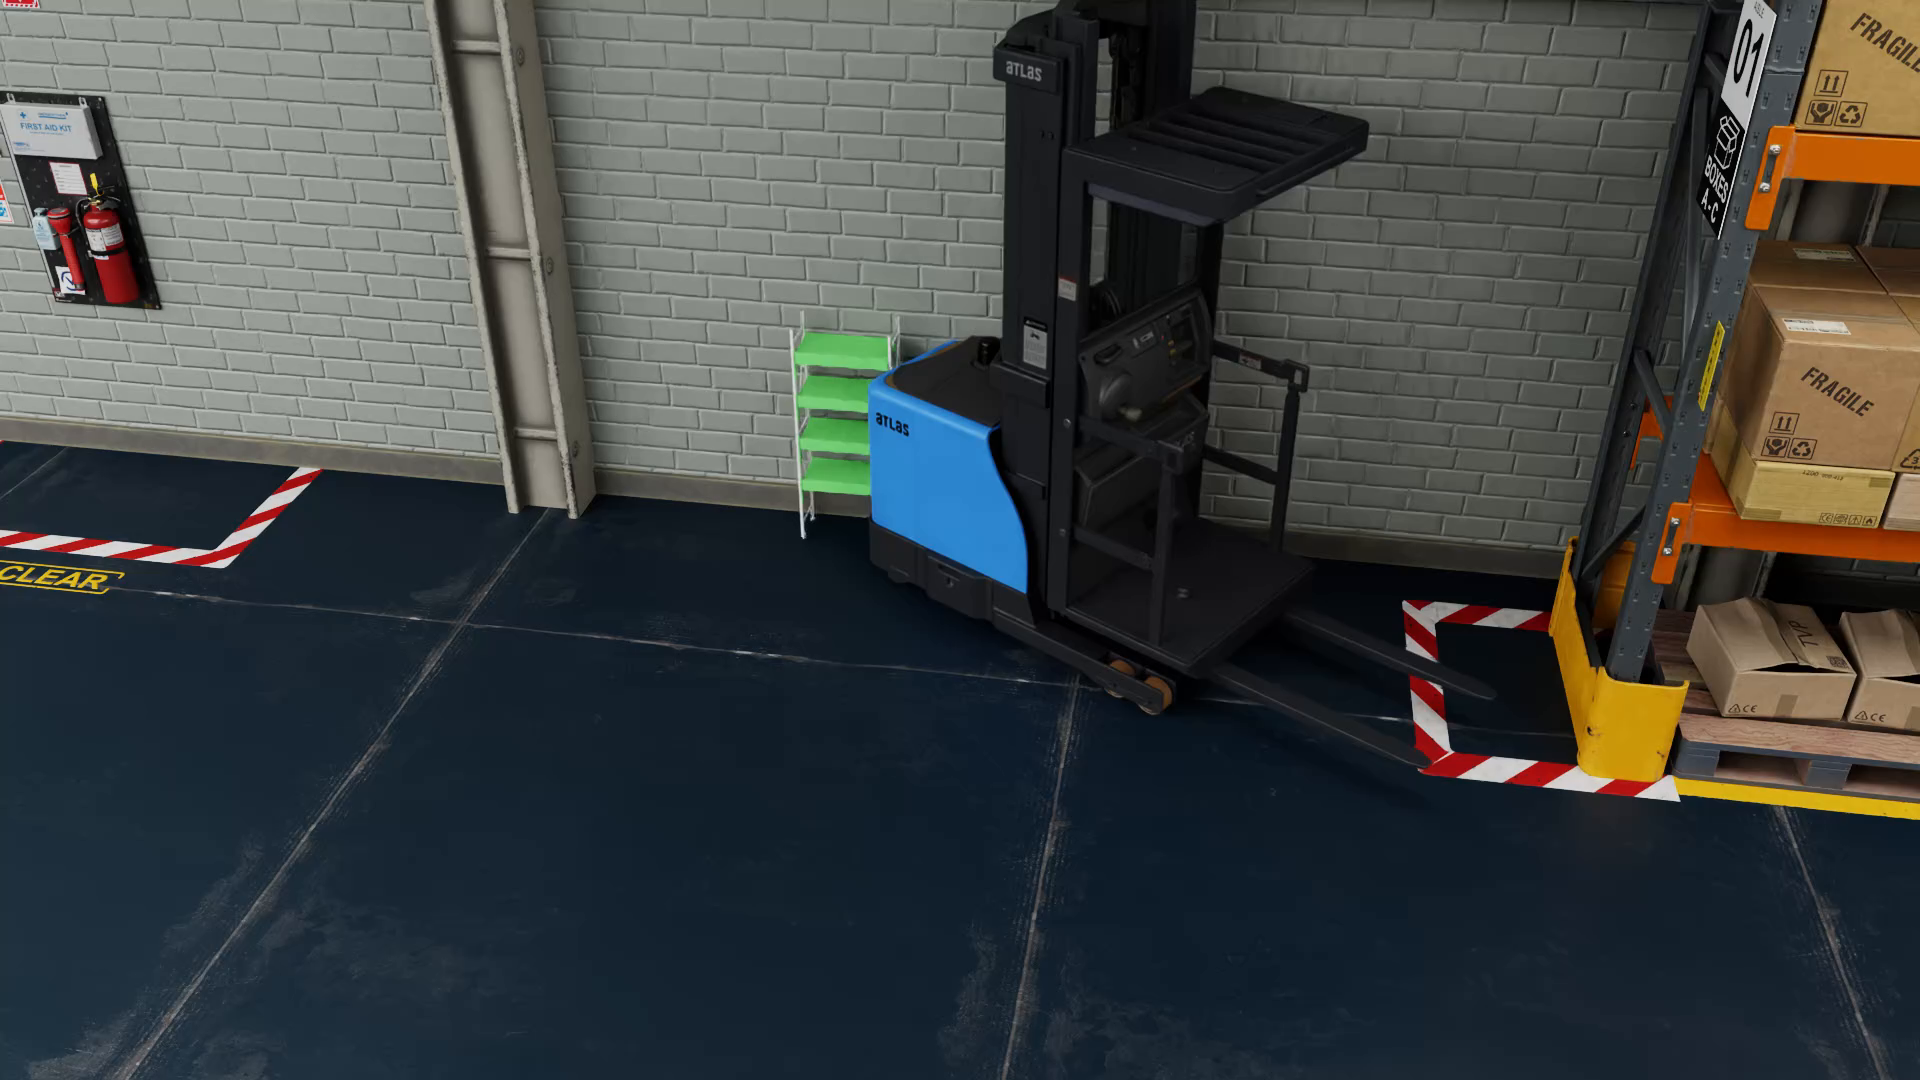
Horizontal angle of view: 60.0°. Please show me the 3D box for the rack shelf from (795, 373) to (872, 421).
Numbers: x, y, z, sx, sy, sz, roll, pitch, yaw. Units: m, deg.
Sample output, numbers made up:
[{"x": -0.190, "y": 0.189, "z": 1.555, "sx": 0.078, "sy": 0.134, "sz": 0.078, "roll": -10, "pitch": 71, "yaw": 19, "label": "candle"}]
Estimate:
[{"x": -0.567, "y": -0.708, "z": 8.417, "sx": 0.480, "sy": 0.148, "sz": 0.258, "roll": 5, "pitch": 32, "yaw": 8, "label": "rack shelf"}]

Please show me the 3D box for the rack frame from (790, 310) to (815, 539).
[{"x": -0.808, "y": -0.579, "z": 8.543, "sx": 0.015, "sy": 1.200, "sz": 0.240, "roll": 5, "pitch": 32, "yaw": 8, "label": "rack frame"}]

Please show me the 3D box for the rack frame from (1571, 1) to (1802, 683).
[{"x": 2.859, "y": -0.558, "z": 6.815, "sx": 0.127, "sy": 3.000, "sz": 1.000, "roll": 5, "pitch": 32, "yaw": 8, "label": "rack frame"}]

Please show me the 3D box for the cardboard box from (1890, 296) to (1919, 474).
[{"x": 3.764, "y": -0.572, "z": 6.252, "sx": 0.500, "sy": 0.500, "sz": 0.500, "roll": 5, "pitch": 32, "yaw": 8, "label": "cardboard box"}]

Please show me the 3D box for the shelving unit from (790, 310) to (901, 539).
[{"x": -0.567, "y": -0.558, "z": 8.510, "sx": 0.503, "sy": 1.200, "sz": 0.258, "roll": 5, "pitch": 32, "yaw": 8, "label": "shelving unit"}]

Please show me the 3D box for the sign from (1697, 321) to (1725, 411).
[{"x": 2.768, "y": -0.641, "z": 6.132, "sx": 0.005, "sy": 0.325, "sz": 0.100, "roll": 5, "pitch": 32, "yaw": 8, "label": "sign"}]

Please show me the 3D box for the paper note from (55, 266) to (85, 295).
[{"x": -4.812, "y": -1.403, "z": 8.994, "sx": 0.142, "sy": 0.148, "sz": 0.016, "roll": 5, "pitch": 32, "yaw": 8, "label": "paper note"}]

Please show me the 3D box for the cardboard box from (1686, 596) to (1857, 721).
[{"x": 3.526, "y": 0.504, "z": 7.238, "sx": 0.500, "sy": 0.311, "sz": 0.500, "roll": 2, "pitch": 32, "yaw": 3, "label": "cardboard box"}]

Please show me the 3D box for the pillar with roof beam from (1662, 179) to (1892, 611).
[{"x": 2.970, "y": -1.240, "z": 2.249, "sx": 0.400, "sy": 9.000, "sz": 9.100, "roll": 5, "pitch": 32, "yaw": 8, "label": "pillar with roof beam"}]

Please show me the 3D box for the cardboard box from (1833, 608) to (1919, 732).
[{"x": 4.088, "y": 0.555, "z": 7.156, "sx": 0.500, "sy": 0.311, "sz": 0.500, "roll": 8, "pitch": 33, "yaw": 12, "label": "cardboard box"}]

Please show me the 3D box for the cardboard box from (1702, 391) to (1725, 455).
[{"x": 3.352, "y": -0.563, "z": 6.945, "sx": 0.500, "sy": 0.250, "sz": 0.500, "roll": 6, "pitch": 32, "yaw": 9, "label": "cardboard box"}]

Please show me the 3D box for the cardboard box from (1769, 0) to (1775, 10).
[{"x": 3.313, "y": -1.976, "z": 6.139, "sx": 0.500, "sy": 0.500, "sz": 0.500, "roll": 7, "pitch": 33, "yaw": 12, "label": "cardboard box"}]

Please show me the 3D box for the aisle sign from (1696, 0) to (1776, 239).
[{"x": 2.738, "y": -1.510, "z": 5.885, "sx": 0.004, "sy": 0.787, "sz": 0.394, "roll": 5, "pitch": 32, "yaw": 8, "label": "aisle sign"}]

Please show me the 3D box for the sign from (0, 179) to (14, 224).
[{"x": -5.177, "y": -1.843, "z": 8.833, "sx": 0.234, "sy": 0.329, "sz": 0.001, "roll": 5, "pitch": 32, "yaw": 8, "label": "sign"}]

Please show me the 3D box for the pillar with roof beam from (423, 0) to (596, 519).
[{"x": -2.944, "y": -1.775, "z": 3.105, "sx": 0.400, "sy": 9.000, "sz": 9.100, "roll": 5, "pitch": 32, "yaw": 8, "label": "pillar with roof beam"}]

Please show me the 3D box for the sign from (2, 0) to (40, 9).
[{"x": -4.641, "y": -2.760, "z": 8.147, "sx": 0.199, "sy": 0.298, "sz": 0.001, "roll": 5, "pitch": 32, "yaw": 8, "label": "sign"}]

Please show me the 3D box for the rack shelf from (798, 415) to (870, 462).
[{"x": -0.567, "y": -0.504, "z": 8.544, "sx": 0.480, "sy": 0.148, "sz": 0.258, "roll": 5, "pitch": 32, "yaw": 8, "label": "rack shelf"}]

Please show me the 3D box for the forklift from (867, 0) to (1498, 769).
[{"x": 0.986, "y": -0.773, "z": 7.223, "sx": 3.031, "sy": 2.935, "sz": 1.130, "roll": 25, "pitch": 40, "yaw": 34, "label": "forklift"}]

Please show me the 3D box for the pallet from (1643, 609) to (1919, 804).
[{"x": 3.729, "y": 0.721, "z": 7.398, "sx": 1.213, "sy": 0.211, "sz": 1.003, "roll": 5, "pitch": 32, "yaw": 8, "label": "pallet"}]

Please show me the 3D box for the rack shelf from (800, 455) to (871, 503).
[{"x": -0.567, "y": -0.300, "z": 8.671, "sx": 0.480, "sy": 0.148, "sz": 0.258, "roll": 5, "pitch": 32, "yaw": 8, "label": "rack shelf"}]

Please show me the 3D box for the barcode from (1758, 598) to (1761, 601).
[{"x": 3.611, "y": 0.292, "z": 7.567, "sx": 0.075, "sy": 0.075, "sz": 0.001, "roll": 5, "pitch": 32, "yaw": 8, "label": "barcode"}]

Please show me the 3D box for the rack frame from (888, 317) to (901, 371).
[{"x": -0.326, "y": -0.538, "z": 8.477, "sx": 0.015, "sy": 1.200, "sz": 0.240, "roll": 5, "pitch": 32, "yaw": 8, "label": "rack frame"}]

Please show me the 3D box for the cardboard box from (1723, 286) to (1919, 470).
[{"x": 3.279, "y": -0.621, "z": 6.331, "sx": 0.500, "sy": 0.500, "sz": 0.500, "roll": 5, "pitch": 32, "yaw": 8, "label": "cardboard box"}]

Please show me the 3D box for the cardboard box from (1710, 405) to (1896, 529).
[{"x": 3.287, "y": -0.294, "z": 6.514, "sx": 0.500, "sy": 0.250, "sz": 0.500, "roll": 4, "pitch": 32, "yaw": 7, "label": "cardboard box"}]

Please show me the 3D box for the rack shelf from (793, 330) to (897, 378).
[{"x": -0.566, "y": -0.912, "z": 8.290, "sx": 0.480, "sy": 0.148, "sz": 0.258, "roll": 5, "pitch": 32, "yaw": 8, "label": "rack shelf"}]

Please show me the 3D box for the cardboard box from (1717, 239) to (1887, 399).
[{"x": 3.359, "y": -0.890, "z": 6.761, "sx": 0.500, "sy": 0.500, "sz": 0.500, "roll": 5, "pitch": 32, "yaw": 8, "label": "cardboard box"}]

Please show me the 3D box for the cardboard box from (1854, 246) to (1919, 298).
[{"x": 3.854, "y": -0.840, "z": 6.681, "sx": 0.500, "sy": 0.500, "sz": 0.500, "roll": 6, "pitch": 32, "yaw": 9, "label": "cardboard box"}]

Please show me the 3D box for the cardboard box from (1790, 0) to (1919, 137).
[{"x": 3.146, "y": -1.720, "z": 5.731, "sx": 0.500, "sy": 0.500, "sz": 0.500, "roll": 6, "pitch": 33, "yaw": 9, "label": "cardboard box"}]

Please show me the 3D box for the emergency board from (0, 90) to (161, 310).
[{"x": -4.650, "y": -1.724, "z": 8.678, "sx": 0.643, "sy": 1.169, "sz": 0.194, "roll": 5, "pitch": 32, "yaw": 8, "label": "emergency board"}]

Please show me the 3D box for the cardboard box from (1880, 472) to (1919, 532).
[{"x": 3.801, "y": -0.255, "z": 6.452, "sx": 0.500, "sy": 0.250, "sz": 0.500, "roll": 4, "pitch": 32, "yaw": 7, "label": "cardboard box"}]

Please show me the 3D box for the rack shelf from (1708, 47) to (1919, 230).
[{"x": 4.830, "y": -1.346, "z": 5.925, "sx": 4.000, "sy": 0.370, "sz": 1.077, "roll": 5, "pitch": 32, "yaw": 8, "label": "rack shelf"}]

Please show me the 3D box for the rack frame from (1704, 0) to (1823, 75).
[{"x": 2.859, "y": -3.101, "z": 5.223, "sx": 0.127, "sy": 3.000, "sz": 1.000, "roll": 5, "pitch": 32, "yaw": 8, "label": "rack frame"}]

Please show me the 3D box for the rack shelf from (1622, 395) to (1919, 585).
[{"x": 4.830, "y": -0.075, "z": 6.720, "sx": 4.000, "sy": 0.370, "sz": 1.077, "roll": 5, "pitch": 32, "yaw": 8, "label": "rack shelf"}]

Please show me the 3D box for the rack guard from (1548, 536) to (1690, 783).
[{"x": 2.934, "y": 0.508, "z": 7.467, "sx": 0.348, "sy": 0.500, "sz": 1.175, "roll": 5, "pitch": 32, "yaw": 8, "label": "rack guard"}]
